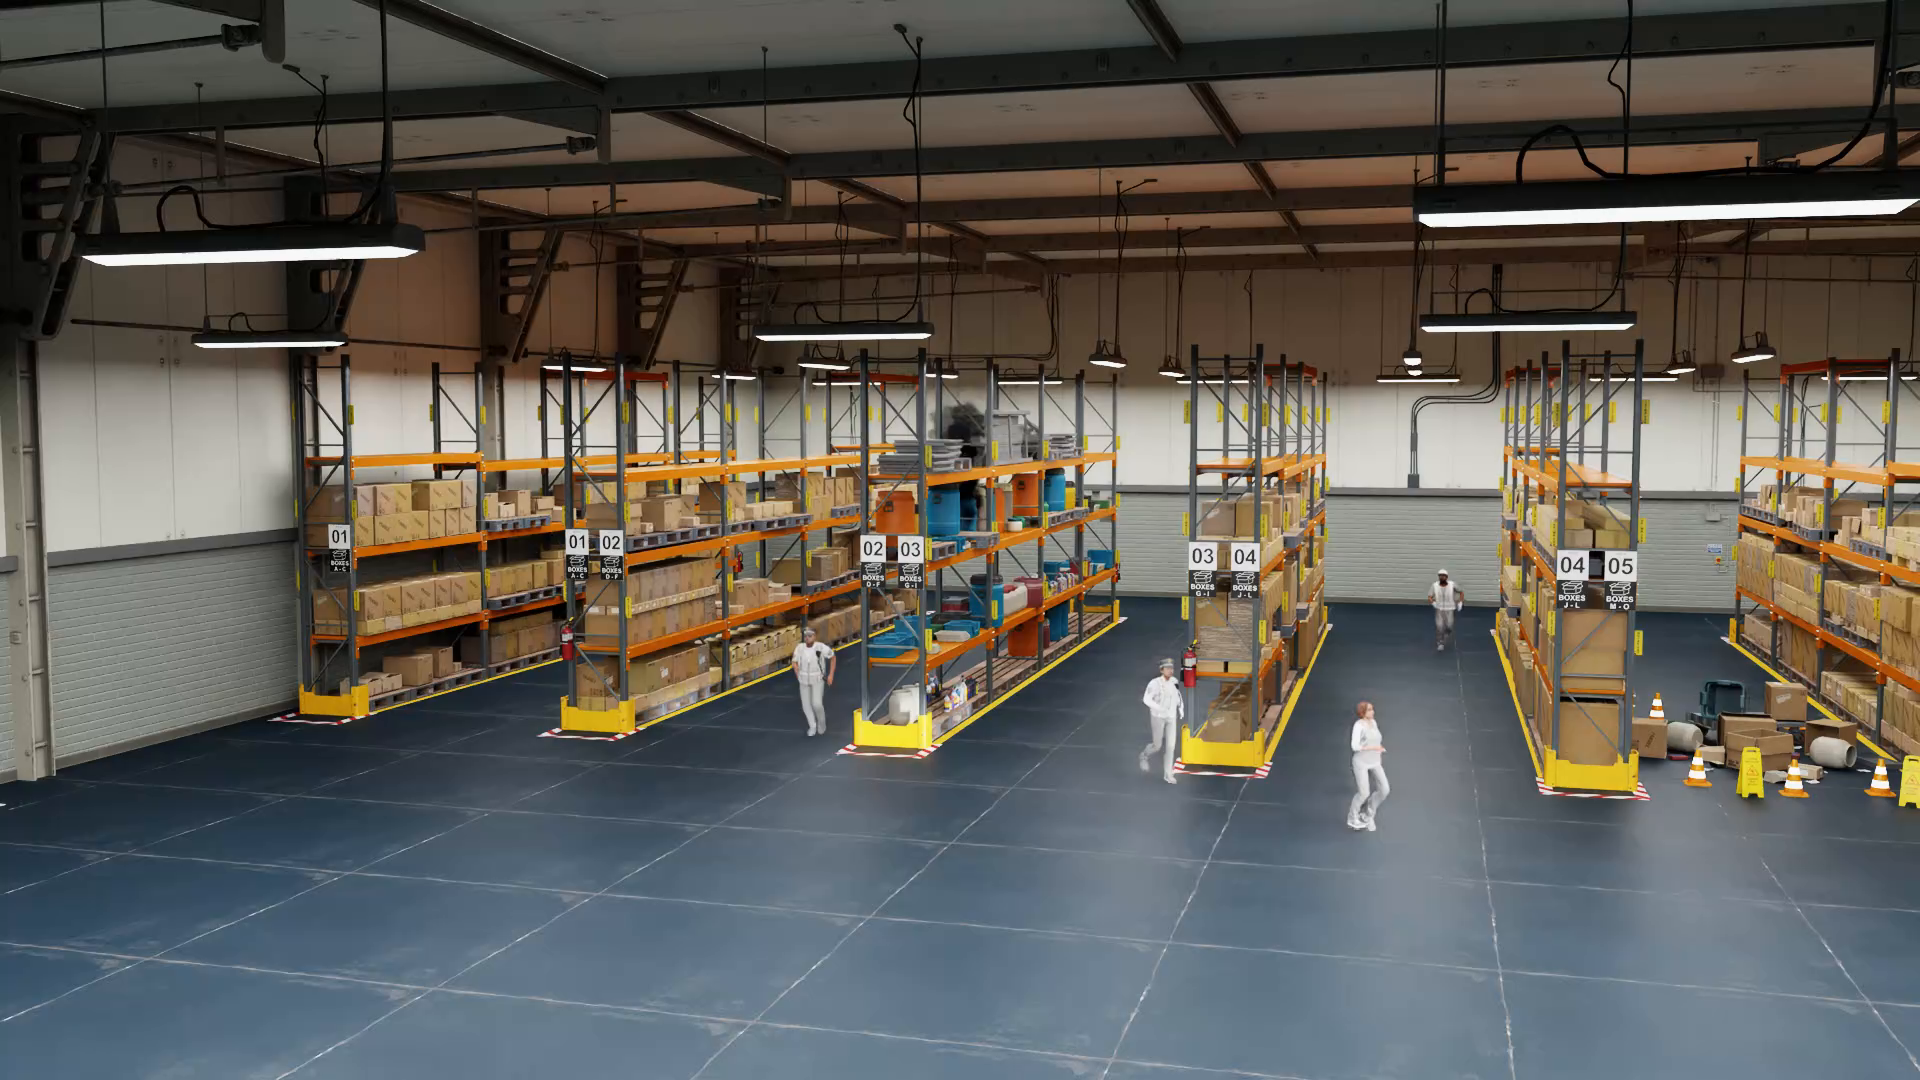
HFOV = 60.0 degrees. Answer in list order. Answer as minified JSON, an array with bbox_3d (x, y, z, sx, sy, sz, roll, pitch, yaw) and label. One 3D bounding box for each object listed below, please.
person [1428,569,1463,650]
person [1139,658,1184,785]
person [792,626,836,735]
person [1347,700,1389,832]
[{"bbox_3d":[10.280,1.493,35.259,0.717,1.736,0.653,2,5,20],"label":"person"},{"bbox_3d":[2.799,2.451,22.862,0.647,1.696,0.819,-2,5,-23],"label":"person"},{"bbox_3d":[-2.303,2.192,25.861,0.669,1.731,0.721,1,4,12],"label":"person"},{"bbox_3d":[4.900,2.727,19.904,0.516,1.571,0.613,-3,5,-33],"label":"person"}]
